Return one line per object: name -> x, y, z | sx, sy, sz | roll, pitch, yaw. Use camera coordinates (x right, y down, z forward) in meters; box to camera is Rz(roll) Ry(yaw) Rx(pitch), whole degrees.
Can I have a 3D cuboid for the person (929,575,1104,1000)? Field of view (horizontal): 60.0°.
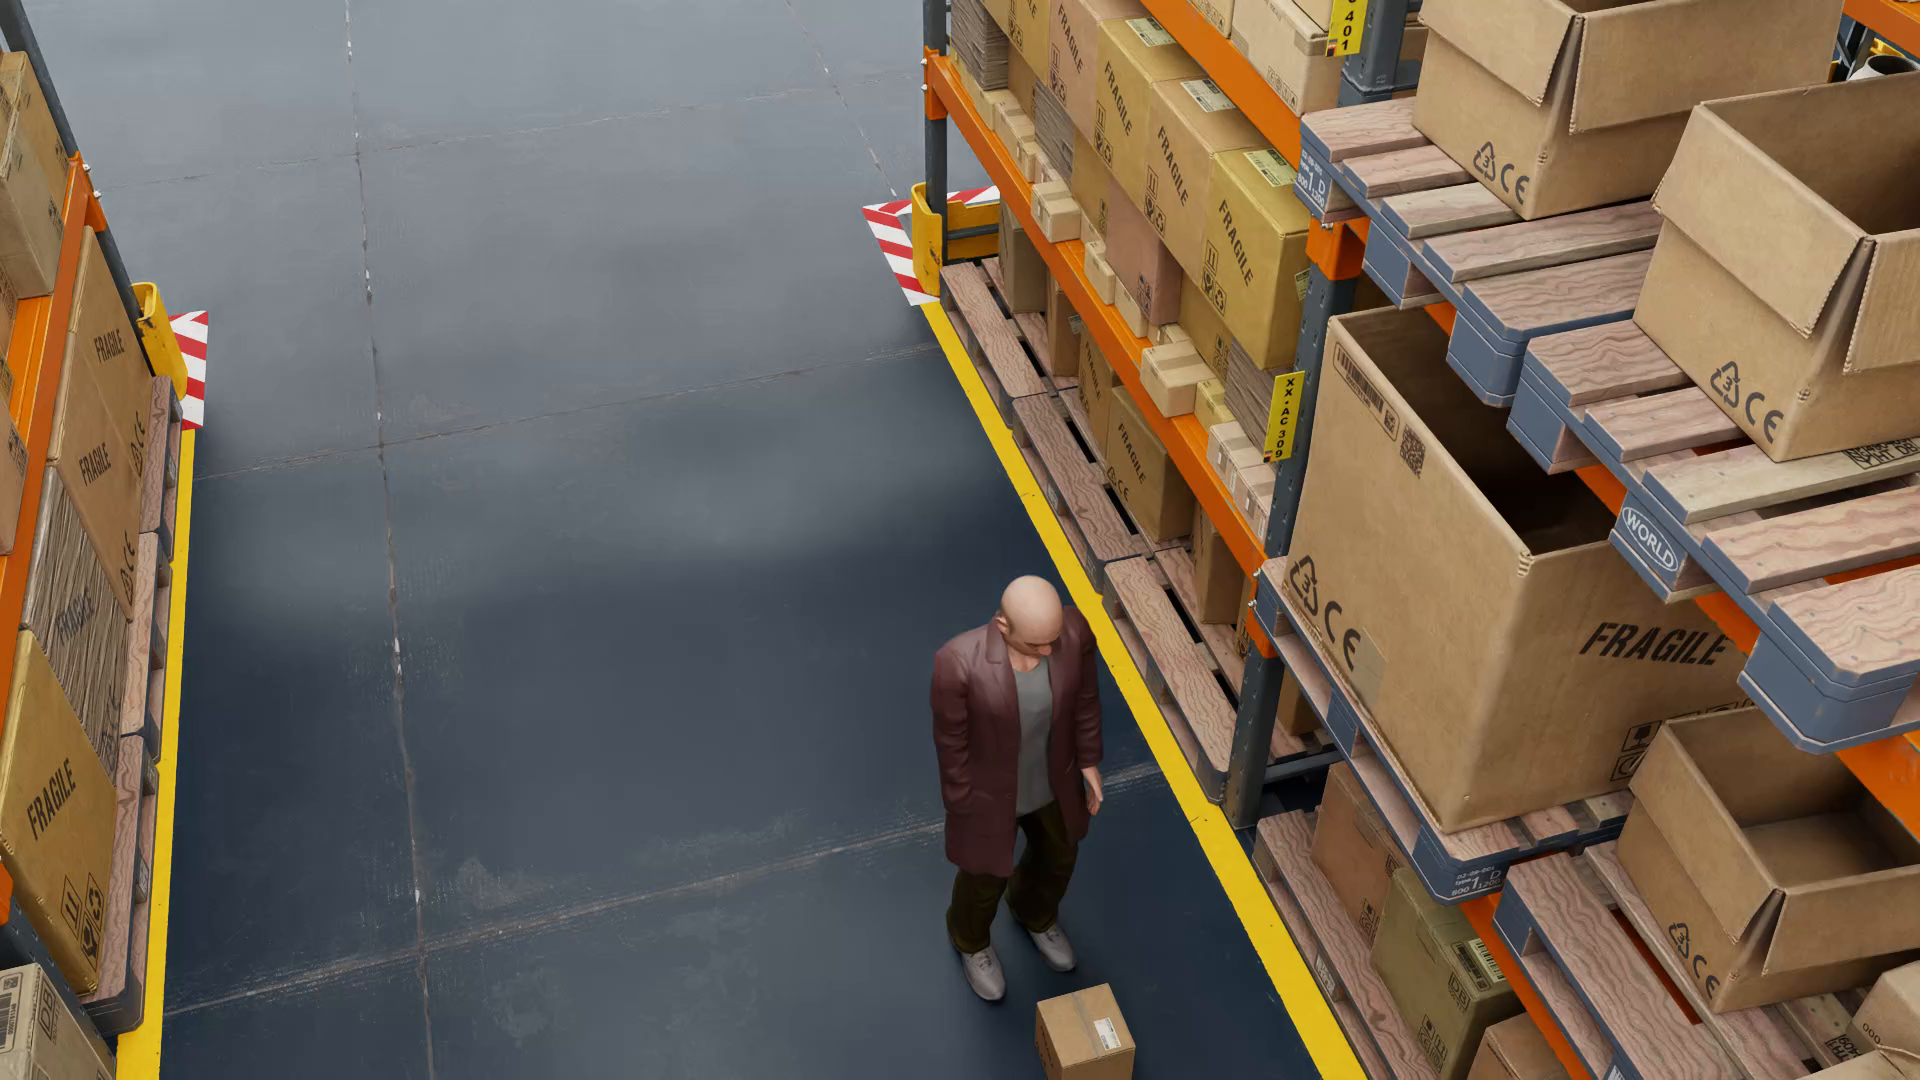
person -> 0.200, 0.781, 5.310 | 0.567, 1.770, 0.378 | -17, 45, -19
